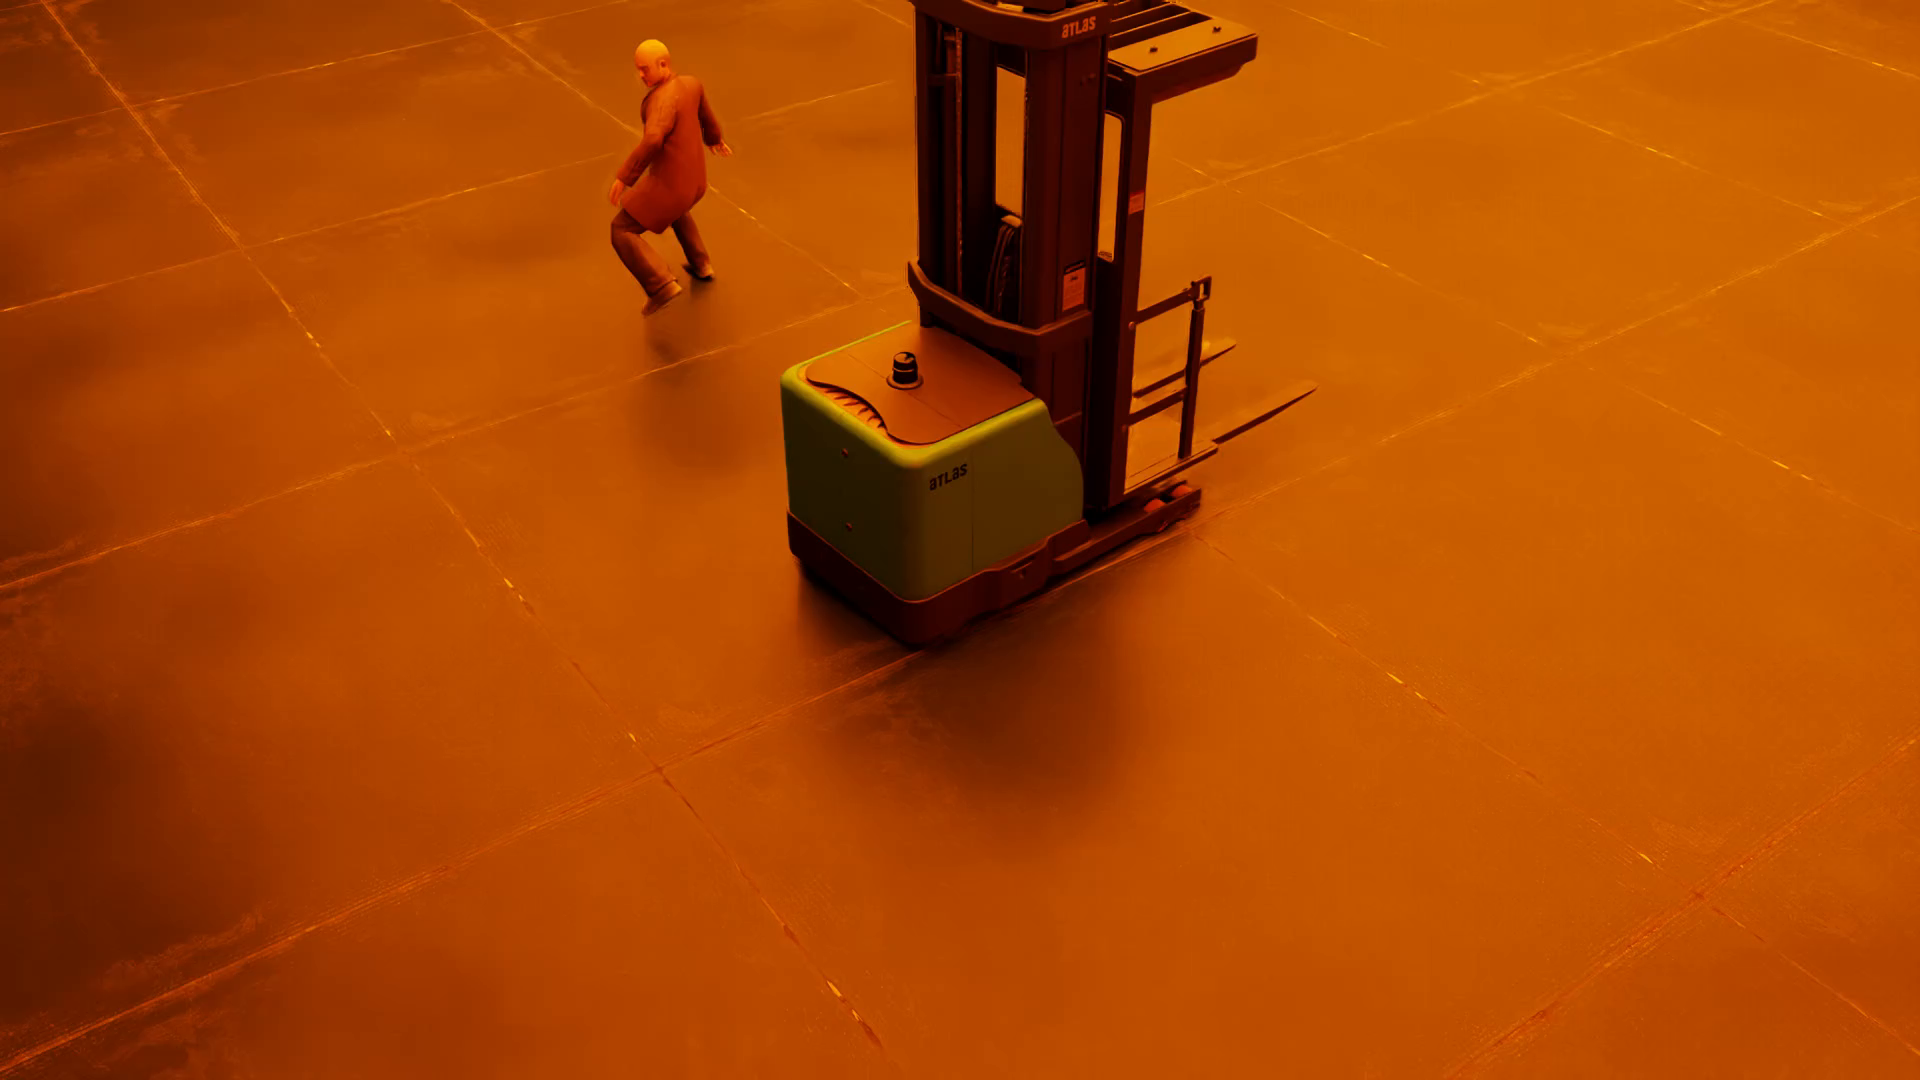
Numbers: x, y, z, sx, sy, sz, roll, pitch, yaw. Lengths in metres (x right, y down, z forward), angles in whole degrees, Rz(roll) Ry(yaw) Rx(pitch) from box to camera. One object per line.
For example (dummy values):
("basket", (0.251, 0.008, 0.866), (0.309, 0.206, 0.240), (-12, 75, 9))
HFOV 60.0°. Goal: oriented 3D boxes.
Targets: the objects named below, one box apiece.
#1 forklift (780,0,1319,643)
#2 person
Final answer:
("forklift", (0.611, -1.436, 7.886), (3.031, 2.935, 1.130), (-26, 44, -31))
("person", (-1.728, -2.219, 10.097), (0.542, 1.662, 1.177), (14, 39, 18))
